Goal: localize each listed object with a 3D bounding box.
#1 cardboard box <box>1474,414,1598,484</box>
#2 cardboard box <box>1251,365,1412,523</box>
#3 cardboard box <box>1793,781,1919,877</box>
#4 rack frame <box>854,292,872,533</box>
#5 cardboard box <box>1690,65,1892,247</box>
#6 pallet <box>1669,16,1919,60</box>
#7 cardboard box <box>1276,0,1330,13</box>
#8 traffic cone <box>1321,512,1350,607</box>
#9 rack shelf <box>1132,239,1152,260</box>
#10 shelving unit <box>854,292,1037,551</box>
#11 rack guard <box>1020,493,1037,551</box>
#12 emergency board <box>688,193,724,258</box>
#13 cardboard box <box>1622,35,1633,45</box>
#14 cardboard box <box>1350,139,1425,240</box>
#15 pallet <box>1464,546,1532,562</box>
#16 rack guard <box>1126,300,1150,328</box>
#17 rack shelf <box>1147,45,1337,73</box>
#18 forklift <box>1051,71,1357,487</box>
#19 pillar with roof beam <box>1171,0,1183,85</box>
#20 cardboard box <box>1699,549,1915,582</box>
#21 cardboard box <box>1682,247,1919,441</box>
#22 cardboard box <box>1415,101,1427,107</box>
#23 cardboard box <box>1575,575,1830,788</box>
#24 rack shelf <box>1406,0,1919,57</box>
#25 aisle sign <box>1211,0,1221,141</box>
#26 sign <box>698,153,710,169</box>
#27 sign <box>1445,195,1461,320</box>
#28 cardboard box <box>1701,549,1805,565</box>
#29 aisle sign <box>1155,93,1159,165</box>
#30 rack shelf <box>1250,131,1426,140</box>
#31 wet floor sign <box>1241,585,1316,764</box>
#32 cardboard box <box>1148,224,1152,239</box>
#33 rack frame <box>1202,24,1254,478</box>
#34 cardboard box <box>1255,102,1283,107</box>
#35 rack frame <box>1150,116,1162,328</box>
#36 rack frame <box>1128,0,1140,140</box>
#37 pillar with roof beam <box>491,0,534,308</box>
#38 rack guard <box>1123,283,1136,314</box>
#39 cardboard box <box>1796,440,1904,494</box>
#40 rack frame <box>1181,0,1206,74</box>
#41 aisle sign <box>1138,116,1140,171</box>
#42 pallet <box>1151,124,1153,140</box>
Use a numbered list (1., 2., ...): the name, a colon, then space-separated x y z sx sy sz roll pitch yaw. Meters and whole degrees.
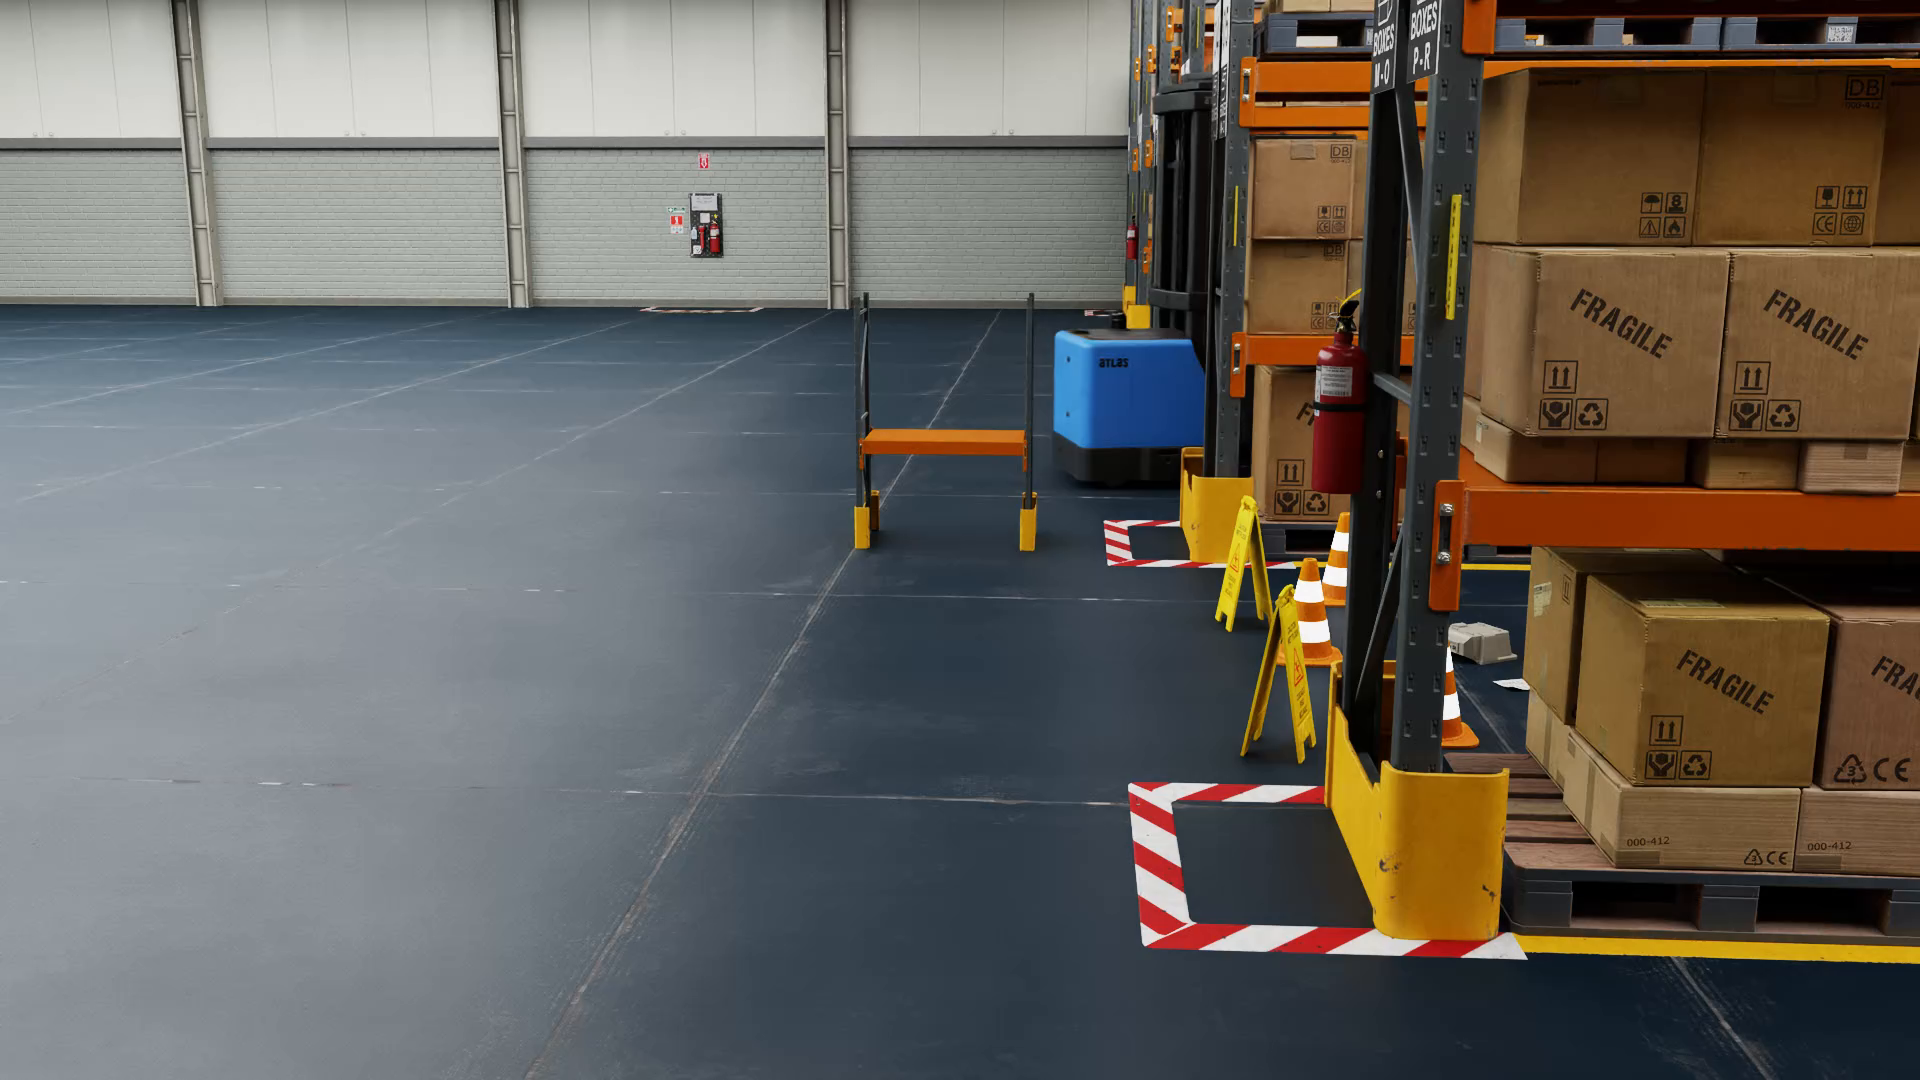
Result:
1. cardboard box: 1.671 -0.269 4.842 0.250 0.149 0.380 1 12 4
2. cardboard box: 2.257 -0.621 10.076 0.875 0.875 0.875 1 12 4
3. cardboard box: 2.641 0.777 4.916 0.500 0.250 0.500 1 12 6
4. rack frame: -0.592 -0.742 10.153 0.032 1.500 0.500 1 12 4
5. cardboard box: 2.375 -1.152 5.037 0.500 0.500 0.700 1 12 4
6. pallet: 4.752 -2.835 9.386 1.213 0.211 1.003 1 12 4
7. cardboard box: 1.897 -2.981 9.211 0.250 0.149 0.380 1 12 4
8. traffic cone: 2.011 0.087 8.720 0.334 0.463 0.336 1 12 4
9. rack shelf: 4.997 -5.120 29.175 4.000 0.370 1.077 1 12 4
10. shelving unit: -0.076 -0.735 10.119 1.083 1.500 0.587 1 12 4
11. rack guard: 0.421 -0.117 10.215 0.087 0.250 0.587 1 12 4
12. emergency board: -4.692 -5.790 30.622 0.643 1.169 0.194 1 12 4
13. cardboard box: 5.533 -4.270 13.839 0.500 0.500 0.500 0 12 2
14. cardboard box: 2.499 -2.052 9.748 0.550 0.550 0.875 1 12 4
15. pallet: 3.593 -0.075 10.109 1.213 0.211 1.003 1 12 4
16. rack guard: 2.650 -3.264 24.651 0.348 0.500 1.175 1 12 4
17. rack shelf: 4.670 -6.848 23.763 4.000 0.370 1.077 1 12 4
18. forklift: 2.269 -1.935 12.360 3.031 2.935 1.130 -2 12 -9
19. pillar with roof beam: 3.470 -7.723 25.212 0.400 9.000 9.100 1 12 4
20. cardboard box: 2.684 0.298 5.374 0.500 0.500 0.500 1 12 6
21. cardboard box: 2.317 -0.564 4.667 0.500 0.500 0.500 1 12 5
22. cardboard box: 4.001 -3.779 14.050 0.500 0.250 0.500 1 12 5
23. cardboard box: 2.156 0.402 4.879 0.500 0.500 0.500 0 12 2
24. rack shelf: 3.342 -1.528 4.676 4.000 0.370 1.077 1 12 4
25. aisle sign: 1.525 -2.786 9.913 0.004 0.787 0.394 1 12 4
26. sign: -4.693 -6.945 30.483 0.199 0.298 0.001 1 12 4
27. sign: 1.310 -0.752 4.422 0.005 0.325 0.100 1 12 4
28. cardboard box: 2.534 -0.034 5.380 0.250 0.149 0.380 1 12 5
29. aisle sign: 2.248 -4.689 19.009 0.004 0.787 0.394 1 12 4
30. rack shelf: 4.335 -4.564 19.192 4.000 0.370 1.077 1 12 4
31. wet floor sign: 1.228 0.492 6.339 0.232 0.644 0.267 5 13 23
32. cardboard box: 3.467 -5.364 28.903 0.500 0.250 0.500 0 12 2
33. rack frame: 1.576 -1.452 9.882 0.127 3.000 1.000 1 12 4
34. cardboard box: 2.472 -3.799 14.143 0.500 0.250 0.500 1 12 5
35. rack frame: 2.339 -3.475 19.556 0.127 3.000 1.000 1 12 4
36. rack frame: 3.001 -8.436 28.617 0.127 3.000 1.000 1 12 4
37. pillar with roof beam: -8.503 -7.888 25.997 0.400 9.000 9.100 1 12 4
38. rack guard: 3.077 -4.275 29.483 0.348 0.500 1.175 1 12 4
39. cardboard box: 2.434 -0.235 4.681 0.250 0.149 0.380 1 12 5
40. rack frame: 2.008 -5.400 14.105 0.127 3.000 1.000 1 12 4
41. aisle sign: 2.628 -5.821 24.419 0.004 0.787 0.394 1 12 4
42. pallet: 3.378 -5.897 24.024 1.213 0.211 1.003 1 12 4
